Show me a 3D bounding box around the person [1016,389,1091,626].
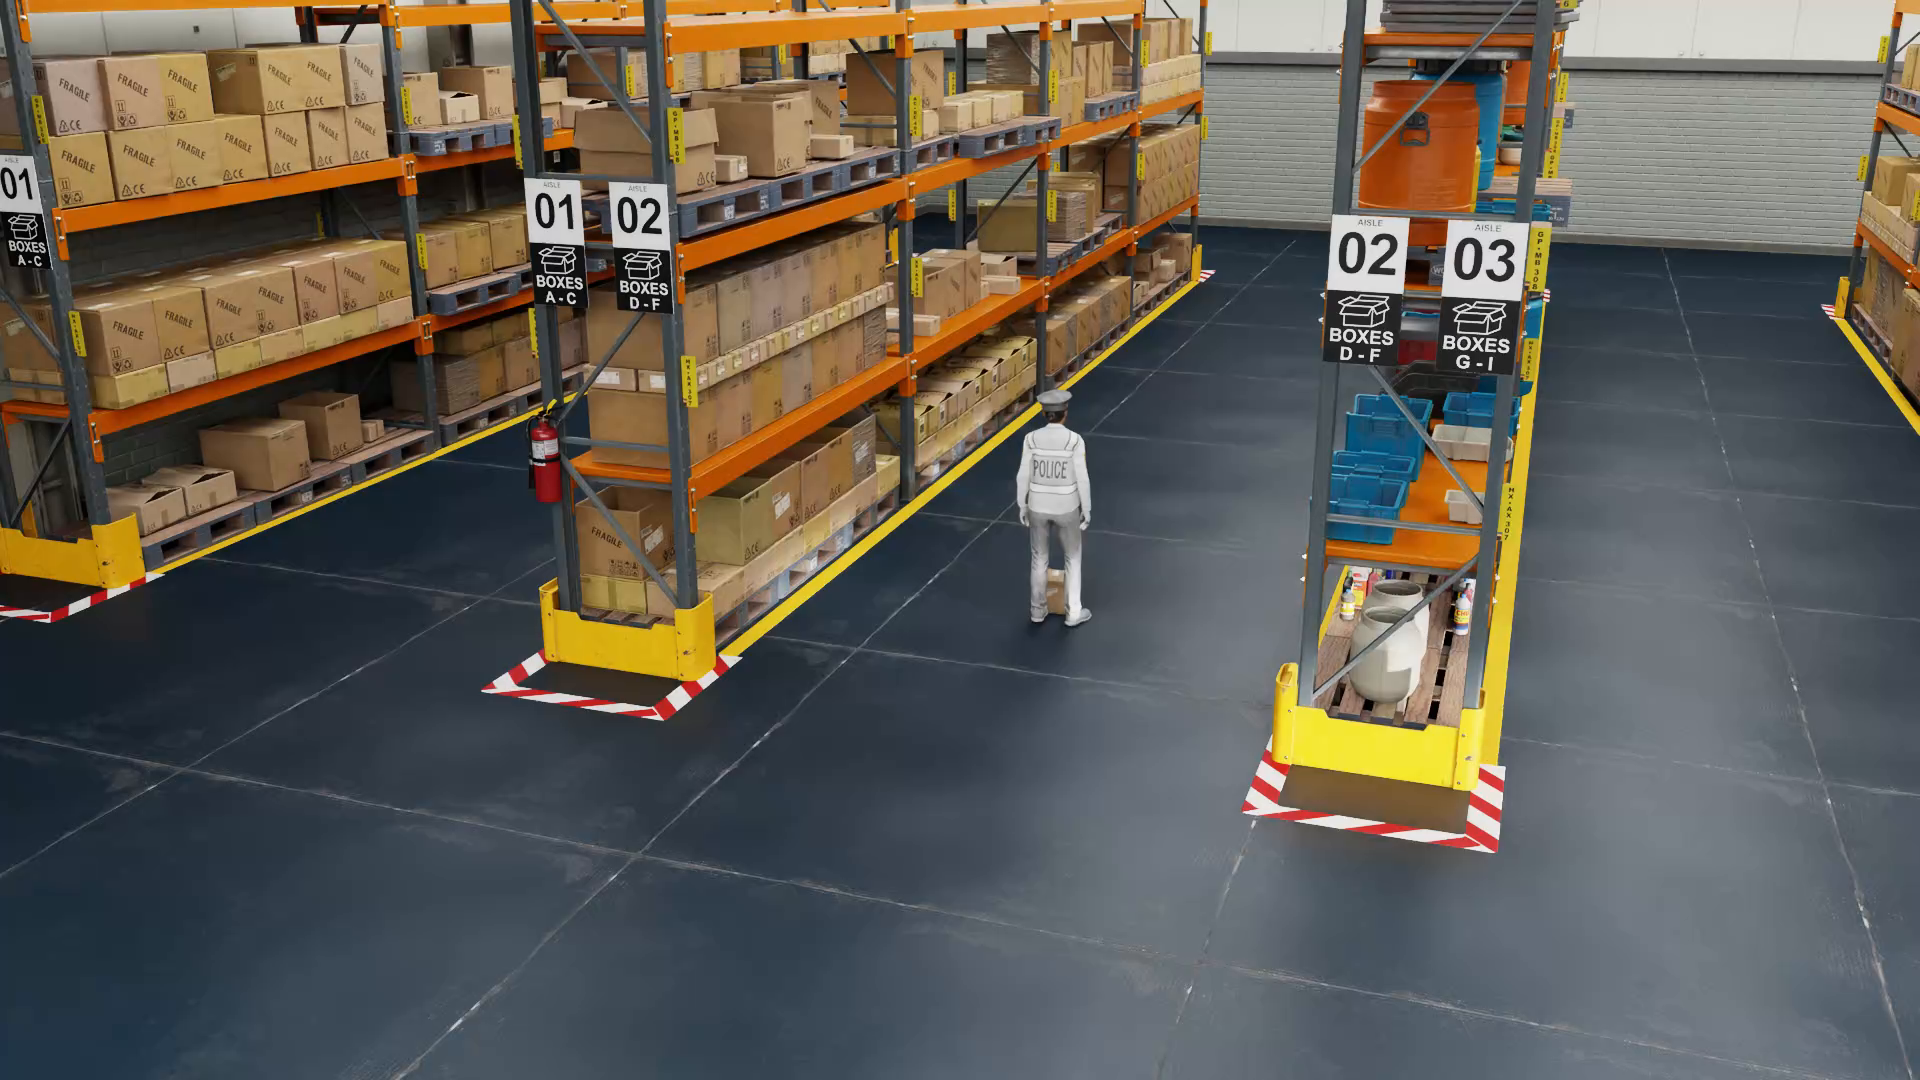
[{"bbox_3d":[0.662,-0.213,11.686,0.531,1.662,0.375,5,20,16],"label":"person"}]
